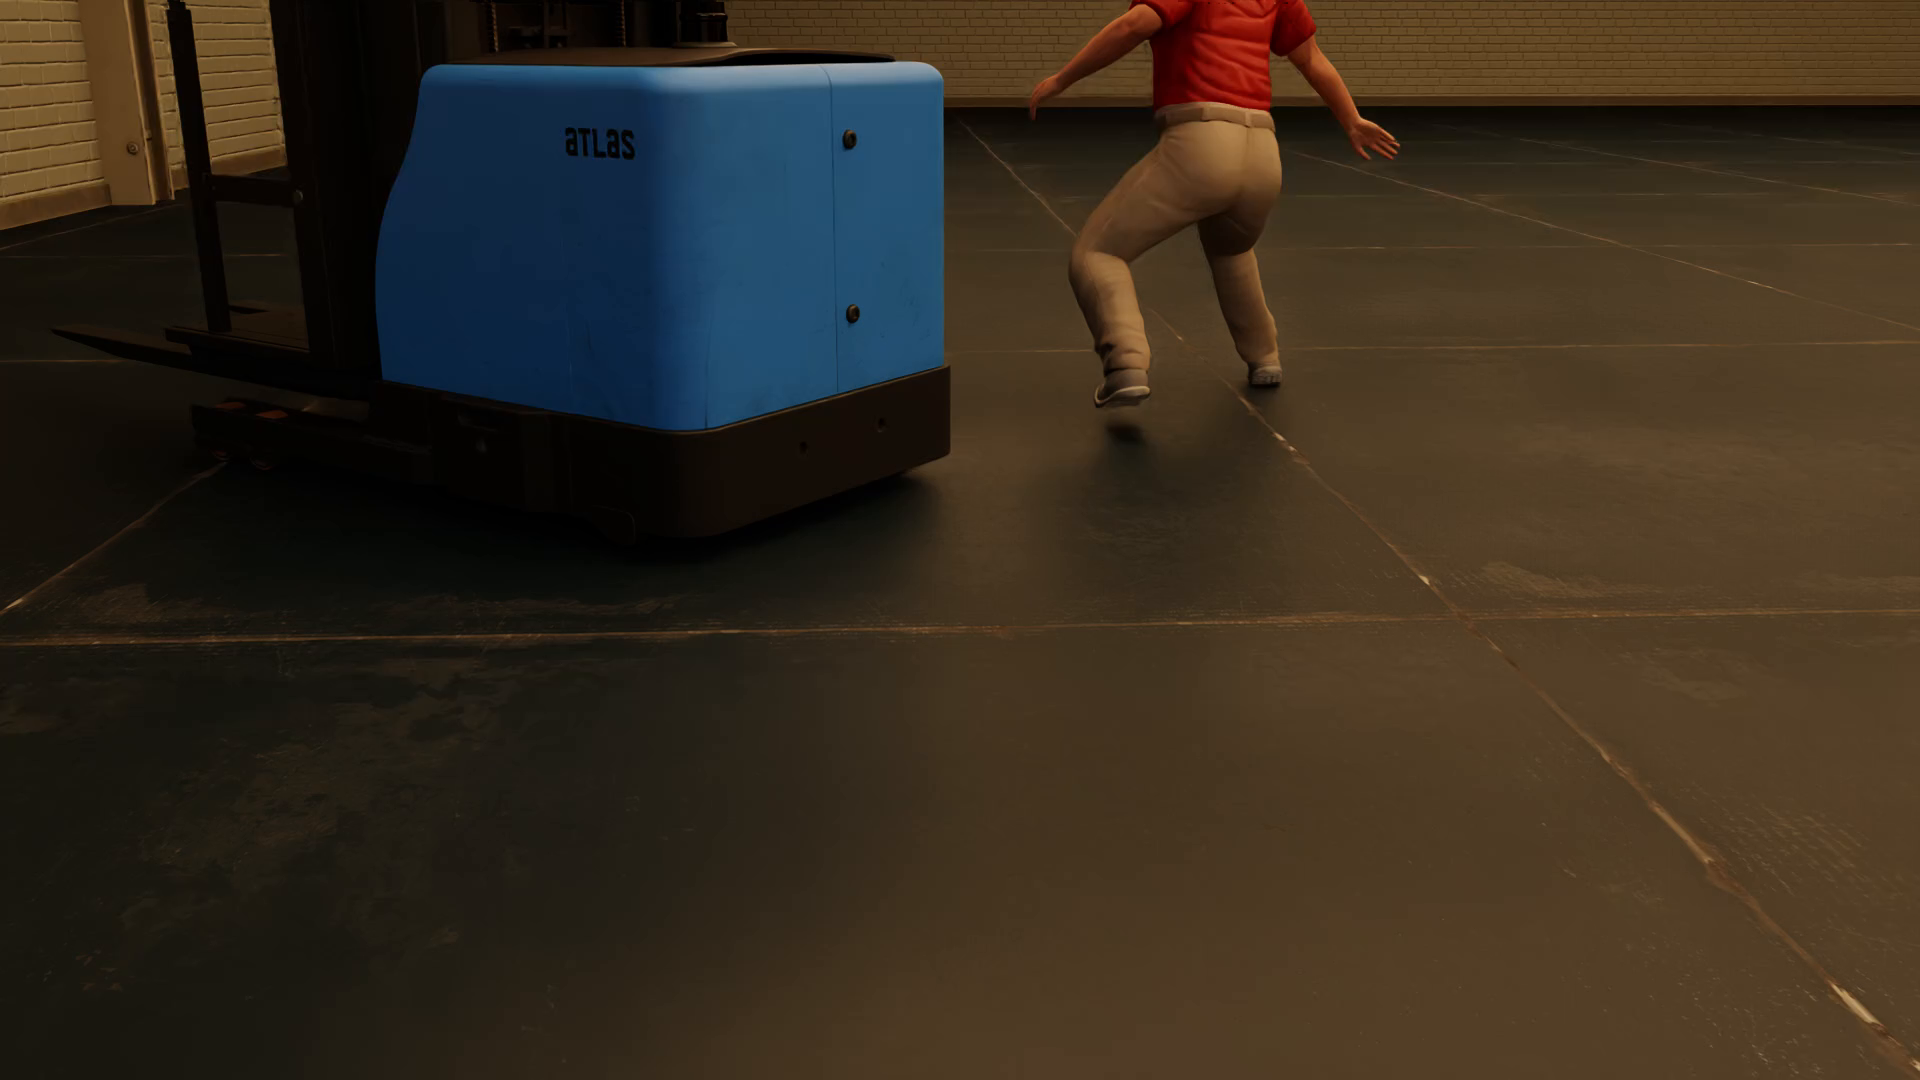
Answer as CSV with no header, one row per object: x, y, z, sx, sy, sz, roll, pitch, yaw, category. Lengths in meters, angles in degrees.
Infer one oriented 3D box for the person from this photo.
0.795,-1.142,5.167,1.151,1.685,0.552,-12,21,-34,person

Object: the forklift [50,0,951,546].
-1.526,-1.703,4.475,3.031,2.935,1.130,12,20,33,forklift
